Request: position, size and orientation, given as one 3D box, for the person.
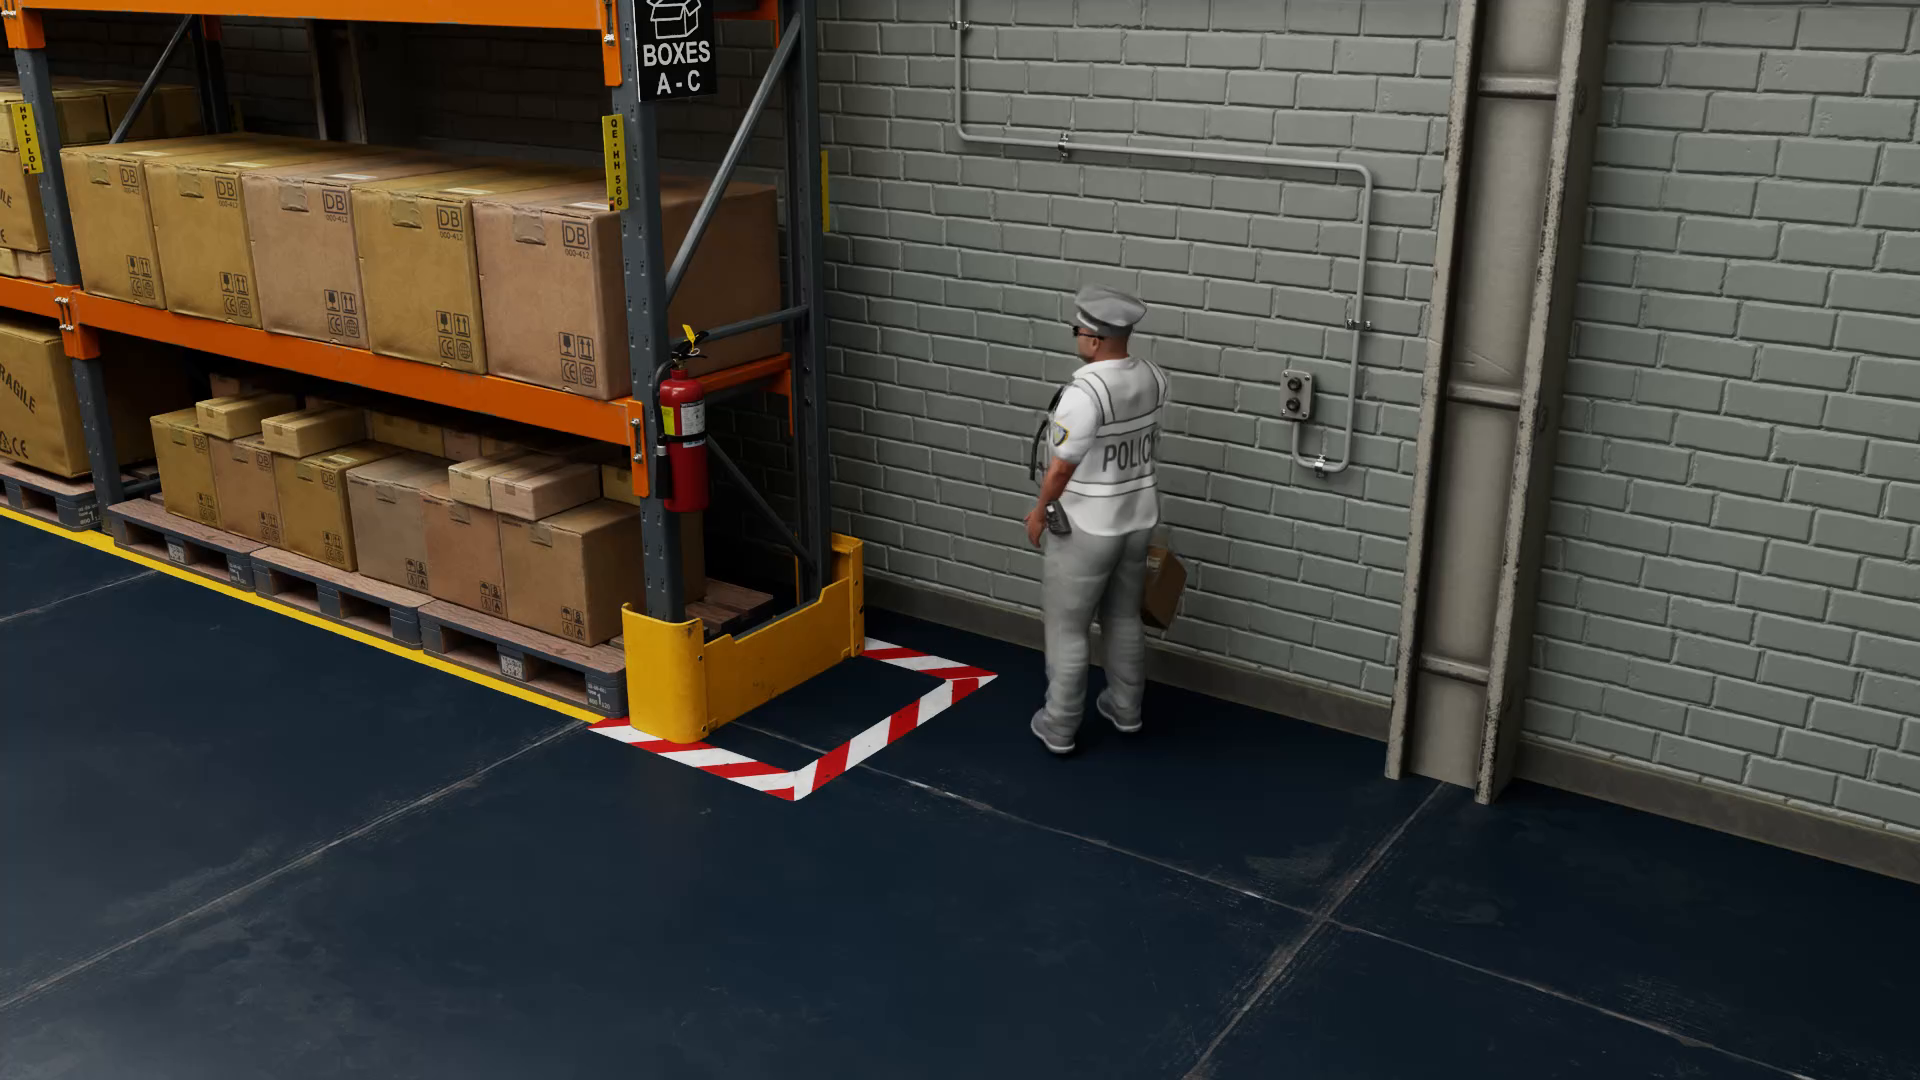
[{"bbox_3d":[0.518,-0.073,6.179,0.602,1.782,0.461,-18,27,-42],"label":"person"}]
